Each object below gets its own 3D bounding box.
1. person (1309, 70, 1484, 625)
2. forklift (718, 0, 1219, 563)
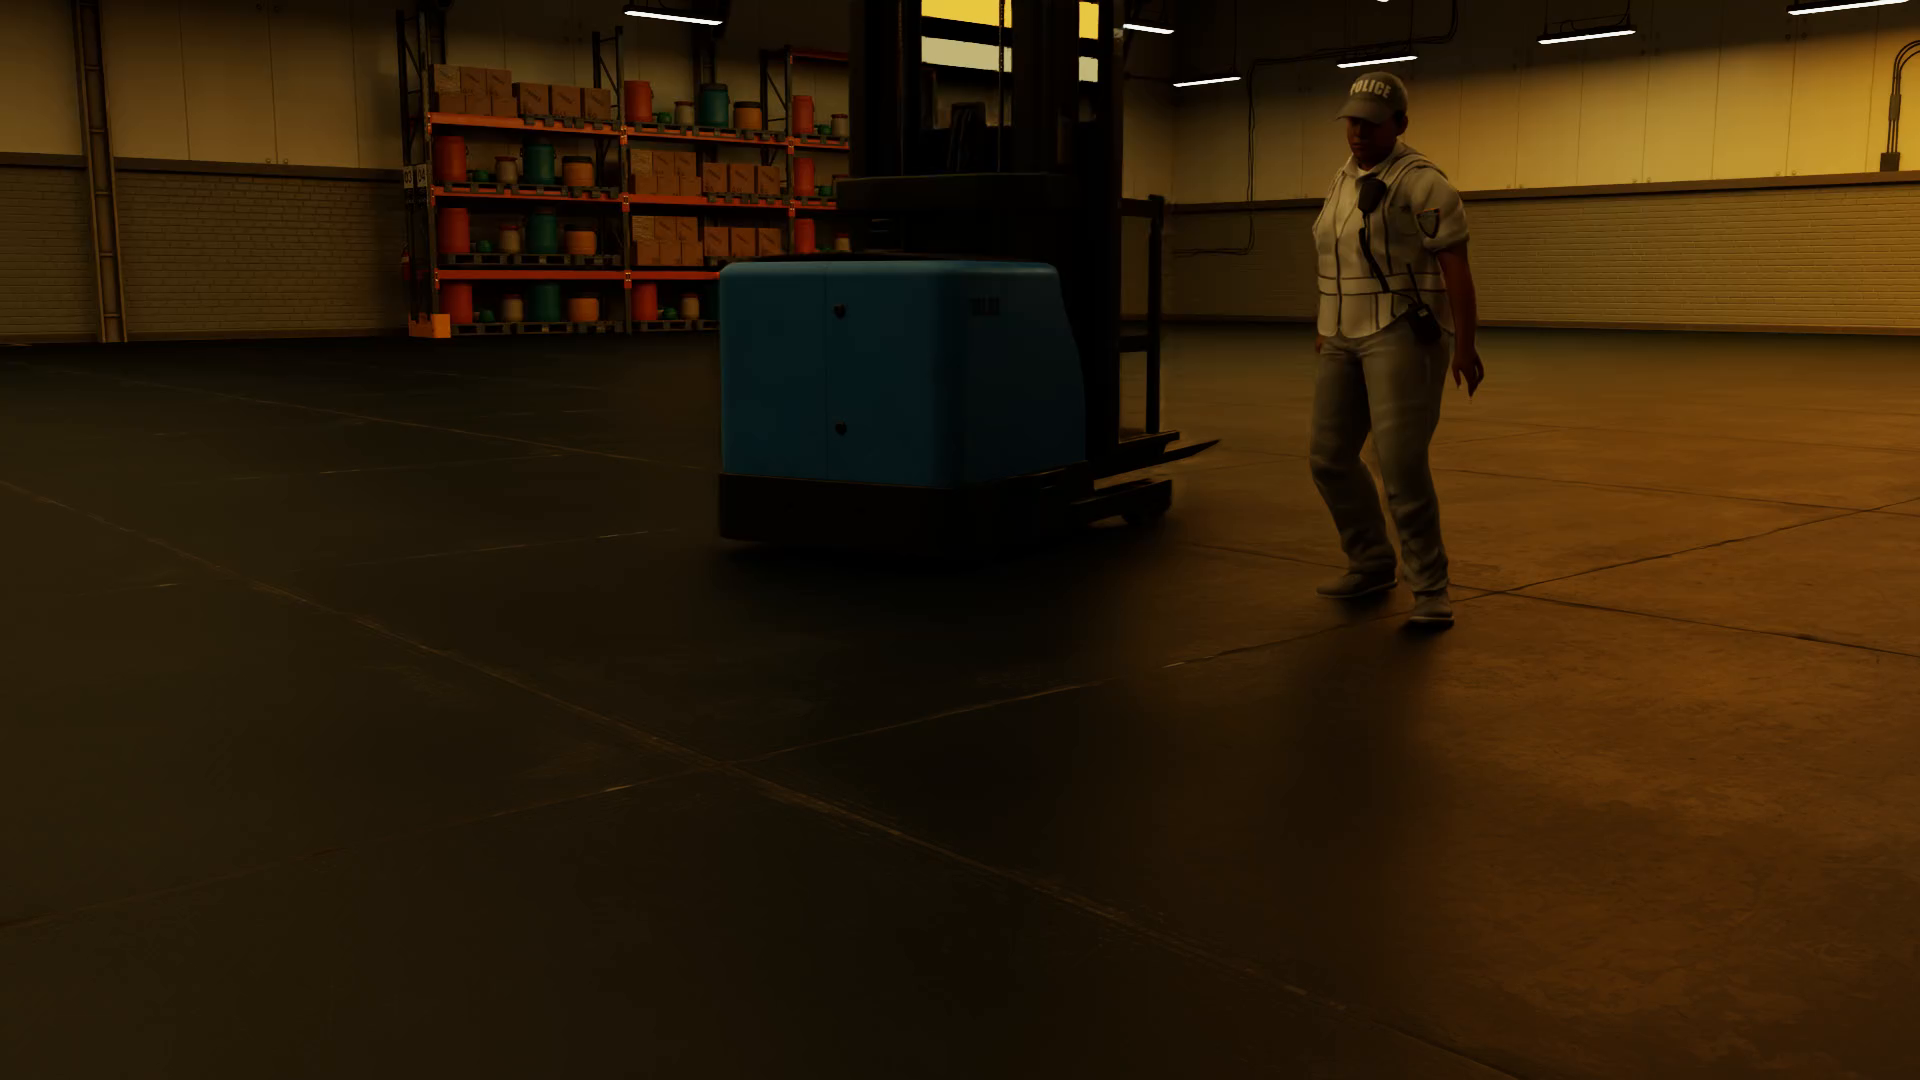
[{"bbox_3d":[1.293,-0.594,5.118,0.467,1.637,0.816,-5,10,-27],"label":"person"},{"bbox_3d":[0.265,-1.551,6.981,1.130,2.935,3.031,5,10,29],"label":"forklift"}]
